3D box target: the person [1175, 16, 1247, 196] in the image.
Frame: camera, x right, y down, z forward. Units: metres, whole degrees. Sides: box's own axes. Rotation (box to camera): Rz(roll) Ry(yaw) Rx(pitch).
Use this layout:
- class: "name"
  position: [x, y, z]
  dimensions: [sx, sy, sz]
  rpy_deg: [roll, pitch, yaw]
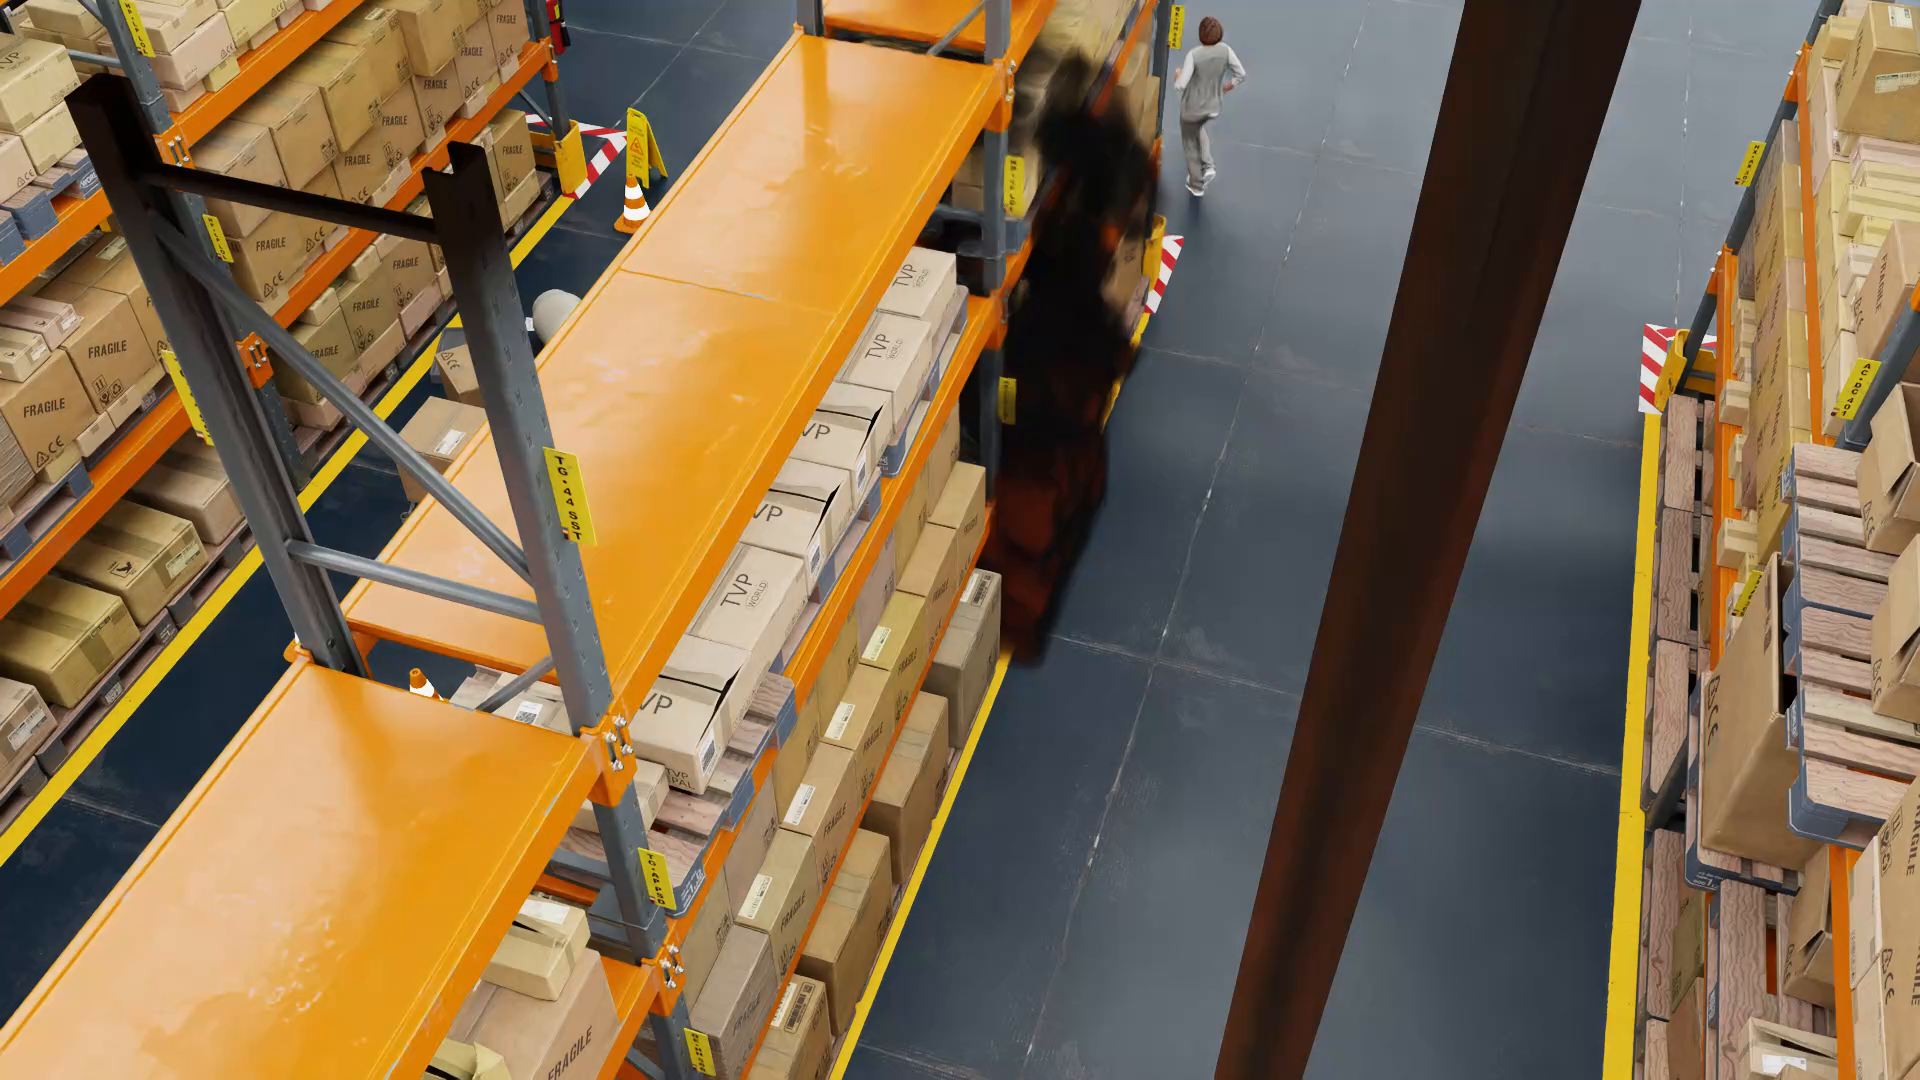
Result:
- class: "person"
  position: [1.956, -3.563, 13.525]
  dimensions: [0.549, 1.557, 0.521]
  rpy_deg: [-14, 47, -13]
